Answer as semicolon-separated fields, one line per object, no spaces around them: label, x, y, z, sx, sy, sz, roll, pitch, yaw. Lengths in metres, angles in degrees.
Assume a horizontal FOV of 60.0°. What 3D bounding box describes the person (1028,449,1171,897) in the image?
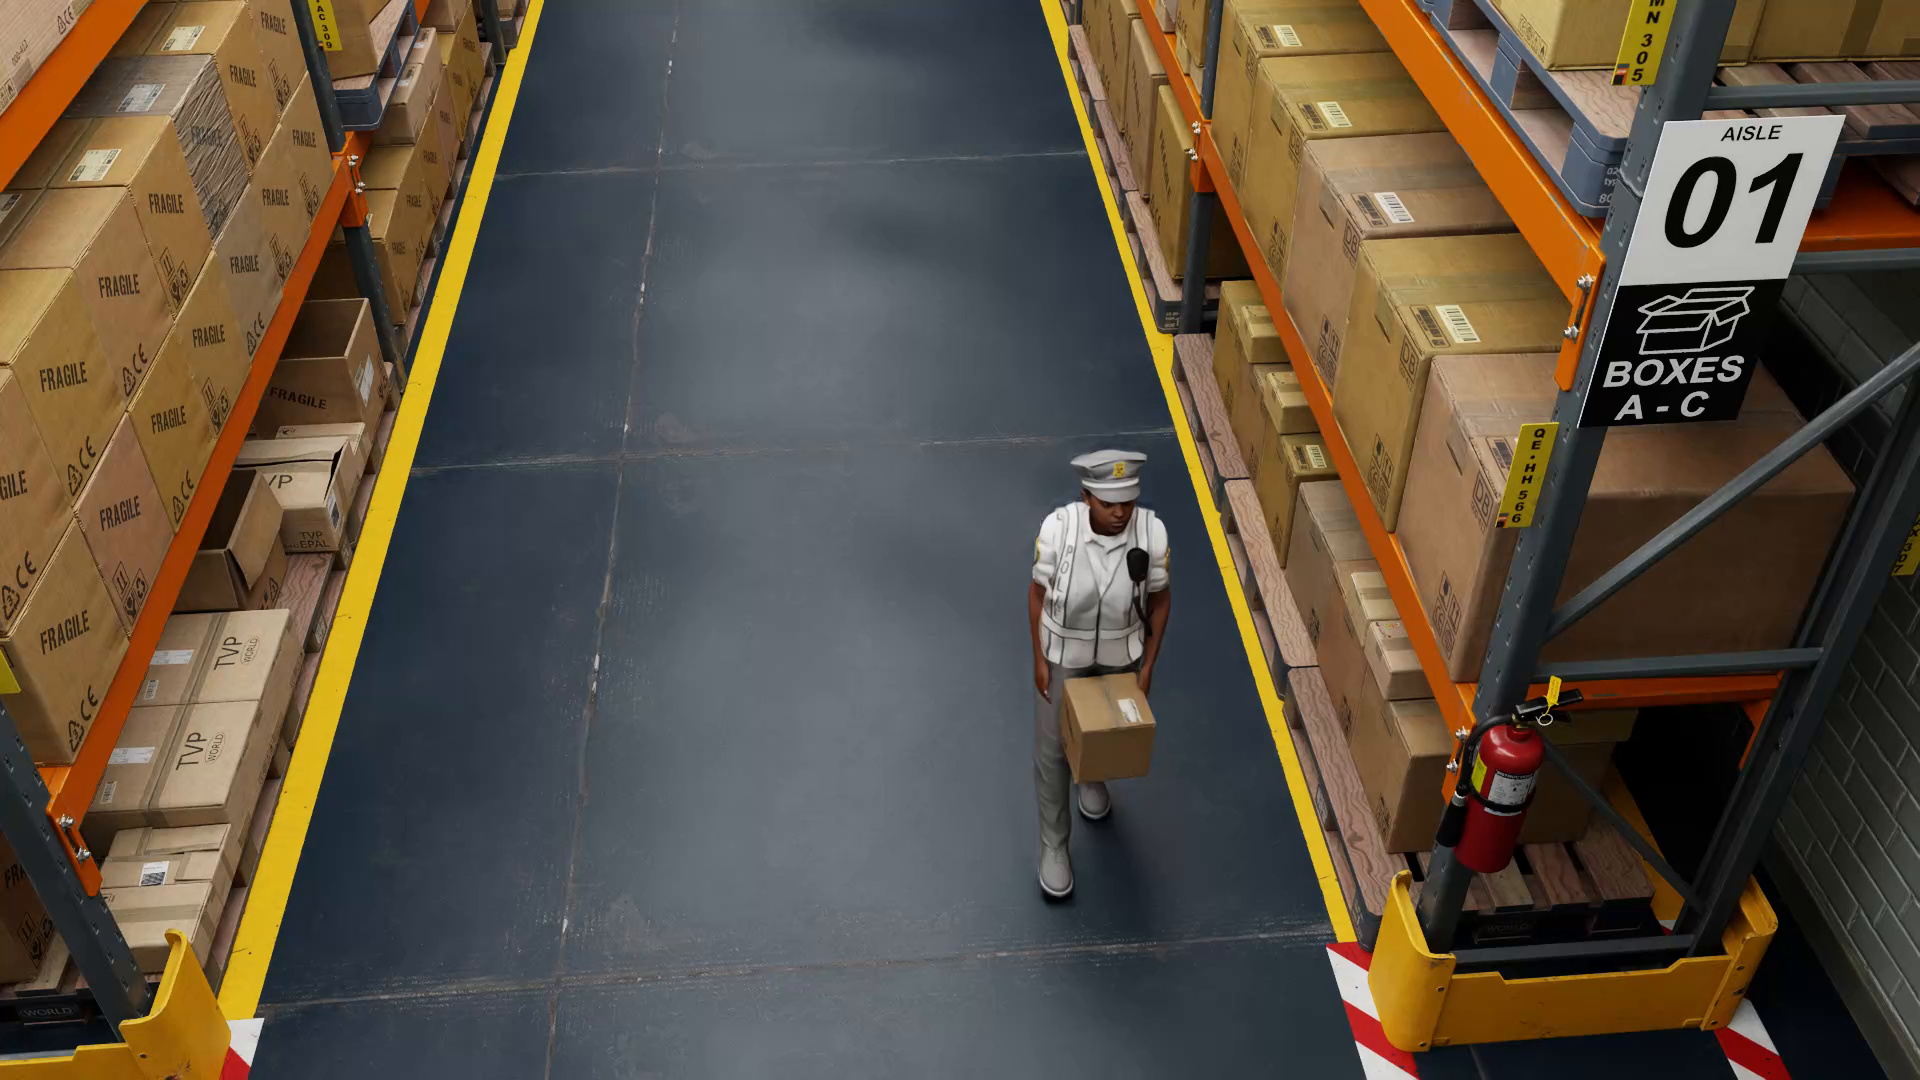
person;0.473;0.417;5.602;0.474;1.689;0.657;-3;39;-4
